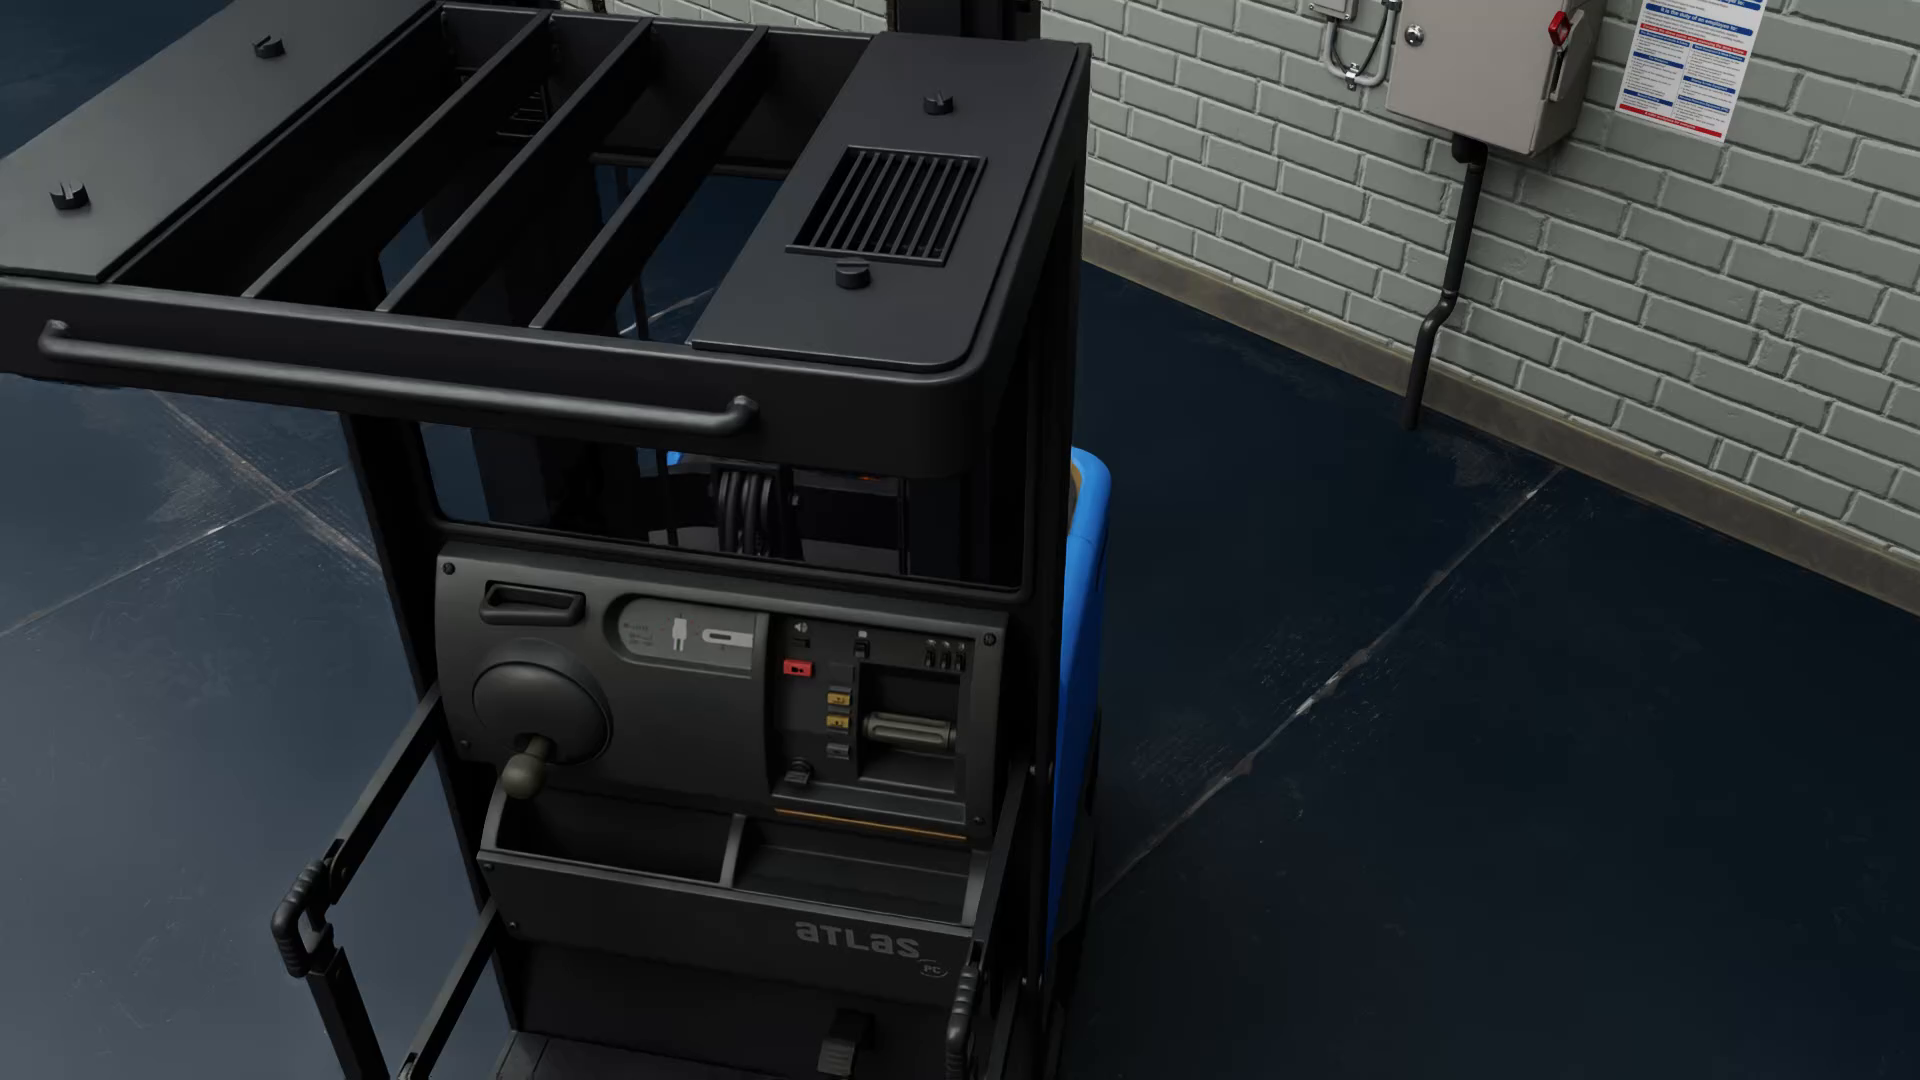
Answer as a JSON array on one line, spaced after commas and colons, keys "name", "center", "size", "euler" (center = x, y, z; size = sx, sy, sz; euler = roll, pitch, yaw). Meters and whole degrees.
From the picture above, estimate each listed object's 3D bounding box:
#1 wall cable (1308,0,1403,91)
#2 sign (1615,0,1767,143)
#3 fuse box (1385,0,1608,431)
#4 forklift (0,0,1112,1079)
[{"name": "wall cable", "center": [1.151, -2.299, 4.915], "size": [0.588, 1.984, 0.122], "euler": [30, 47, 32]}, {"name": "sign", "center": [2.053, -1.393, 4.668], "size": [0.329, 0.494, 0.001], "euler": [30, 47, 32]}, {"name": "fuse box", "center": [1.549, -1.038, 5.181], "size": [0.539, 1.711, 0.414], "euler": [30, 47, 32]}, {"name": "forklift", "center": [-0.431, 0.326, 2.485], "size": [1.130, 2.935, 3.031], "euler": [7, 39, 9]}]
